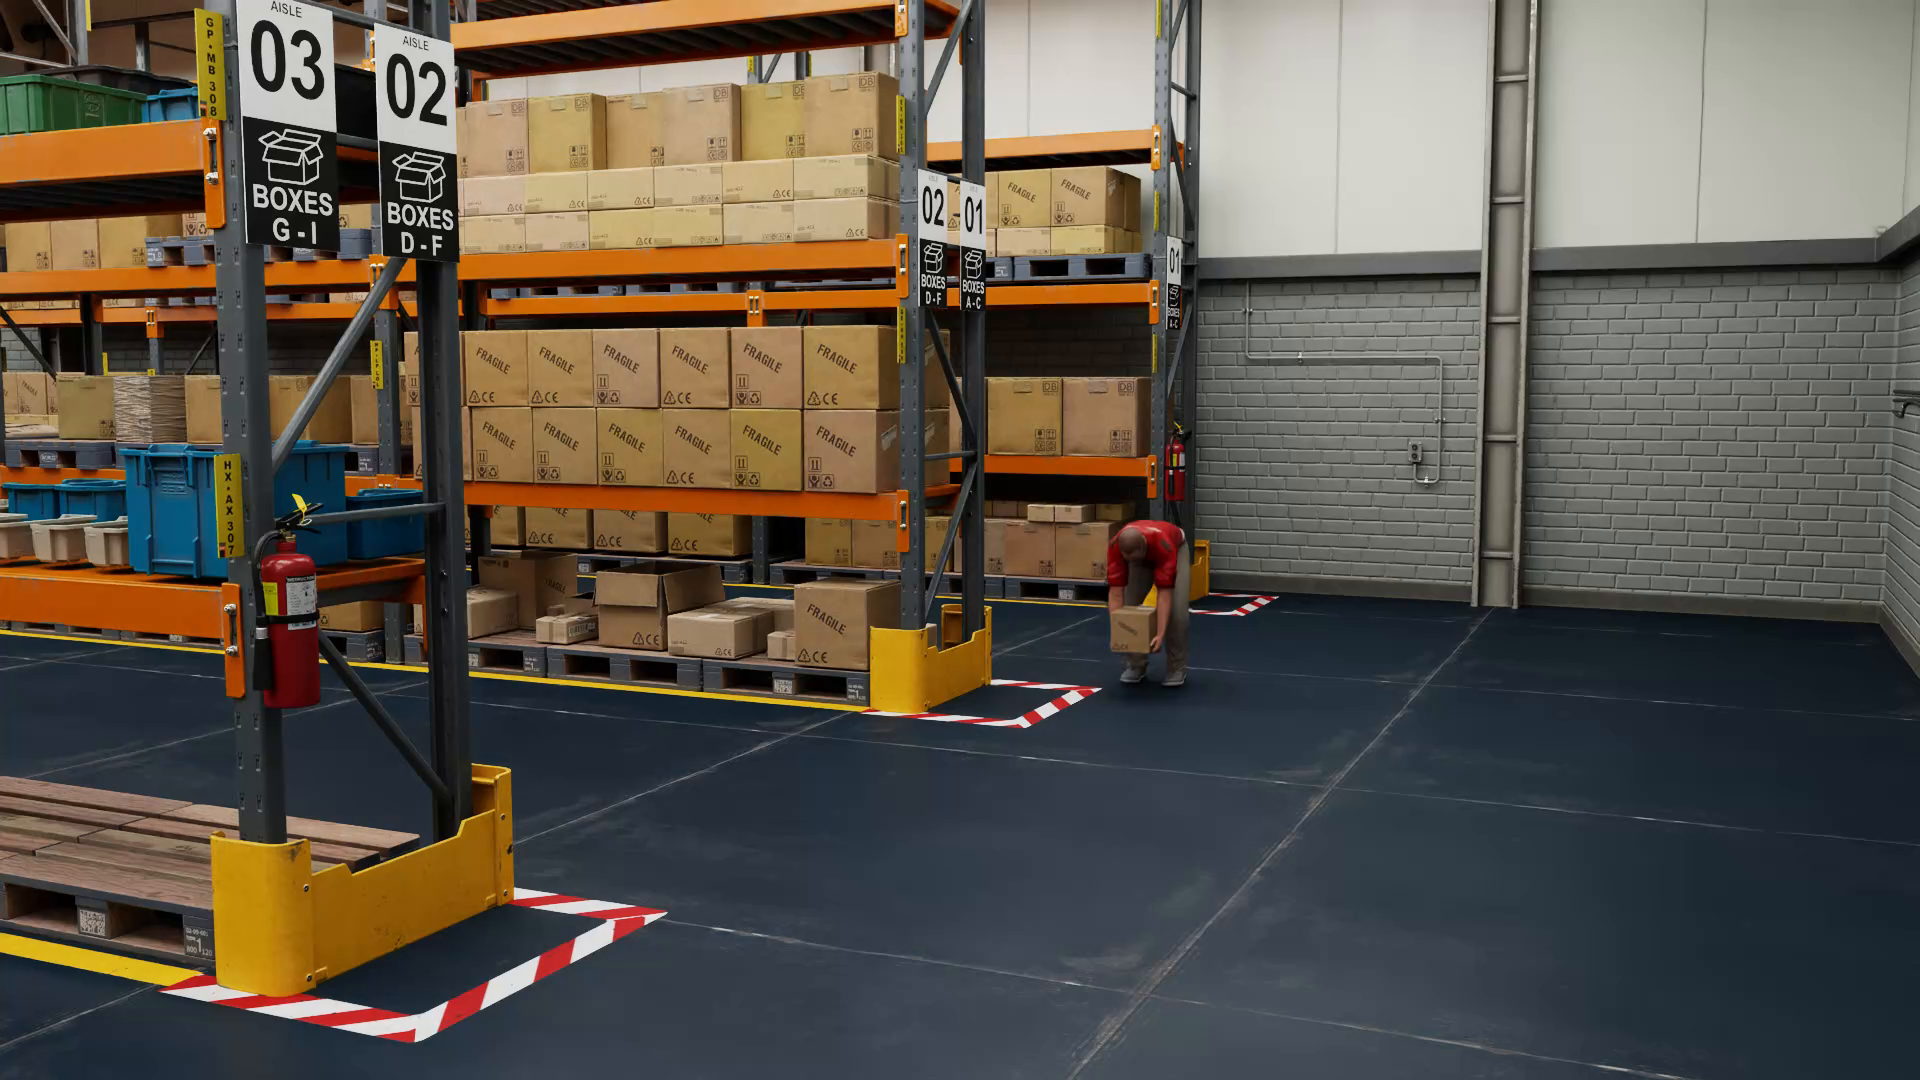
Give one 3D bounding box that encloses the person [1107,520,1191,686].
[{"bbox_3d":[1.194,0.420,10.678,0.498,1.078,0.959,2,6,21],"label":"person"}]
